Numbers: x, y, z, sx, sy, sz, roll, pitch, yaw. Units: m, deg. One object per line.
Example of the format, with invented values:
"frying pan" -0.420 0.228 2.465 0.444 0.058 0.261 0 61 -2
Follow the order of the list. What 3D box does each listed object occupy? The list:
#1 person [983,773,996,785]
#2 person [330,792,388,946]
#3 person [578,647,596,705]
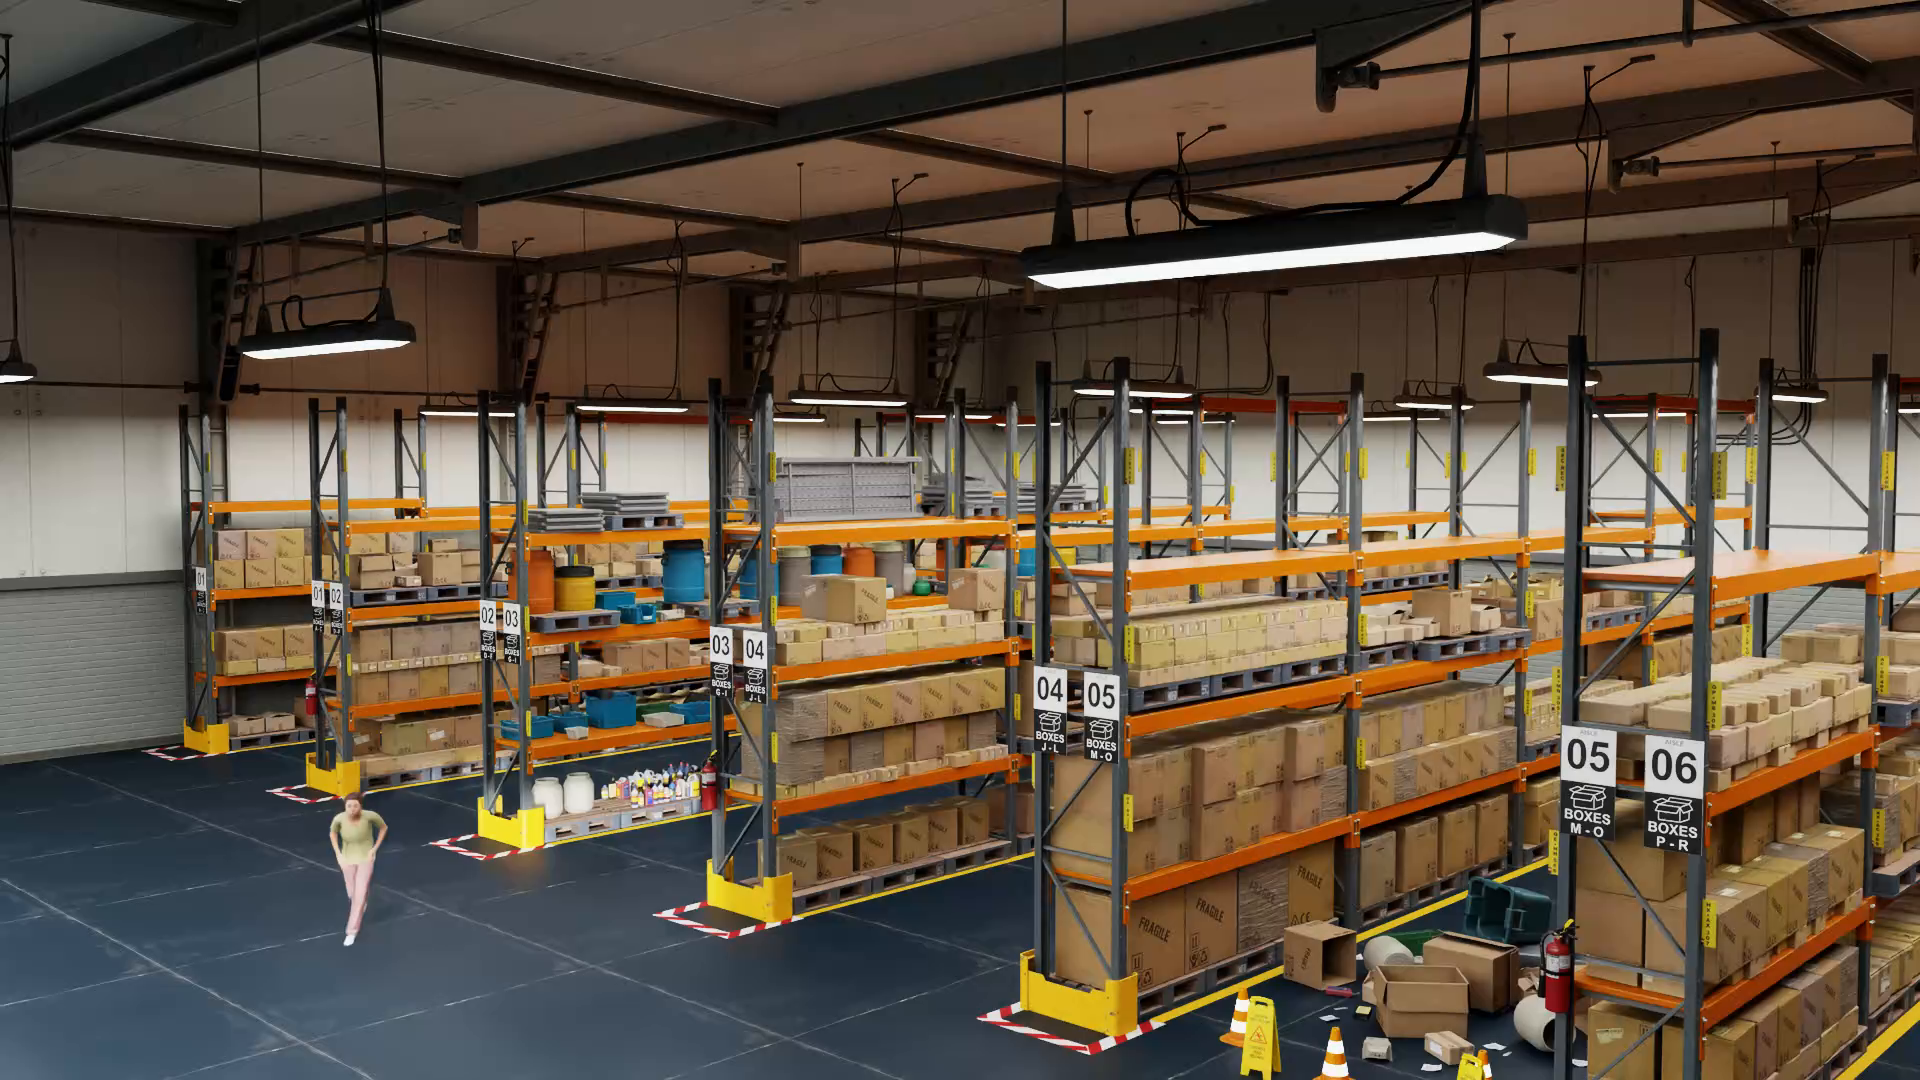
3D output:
"person" 0.378 3.017 25.738 0.552 1.594 0.693 2 3 28
"person" -6.429 3.447 17.823 0.583 1.622 0.880 -1 3 -15
"person" -7.279 2.748 31.981 0.637 1.468 0.863 1 3 21
